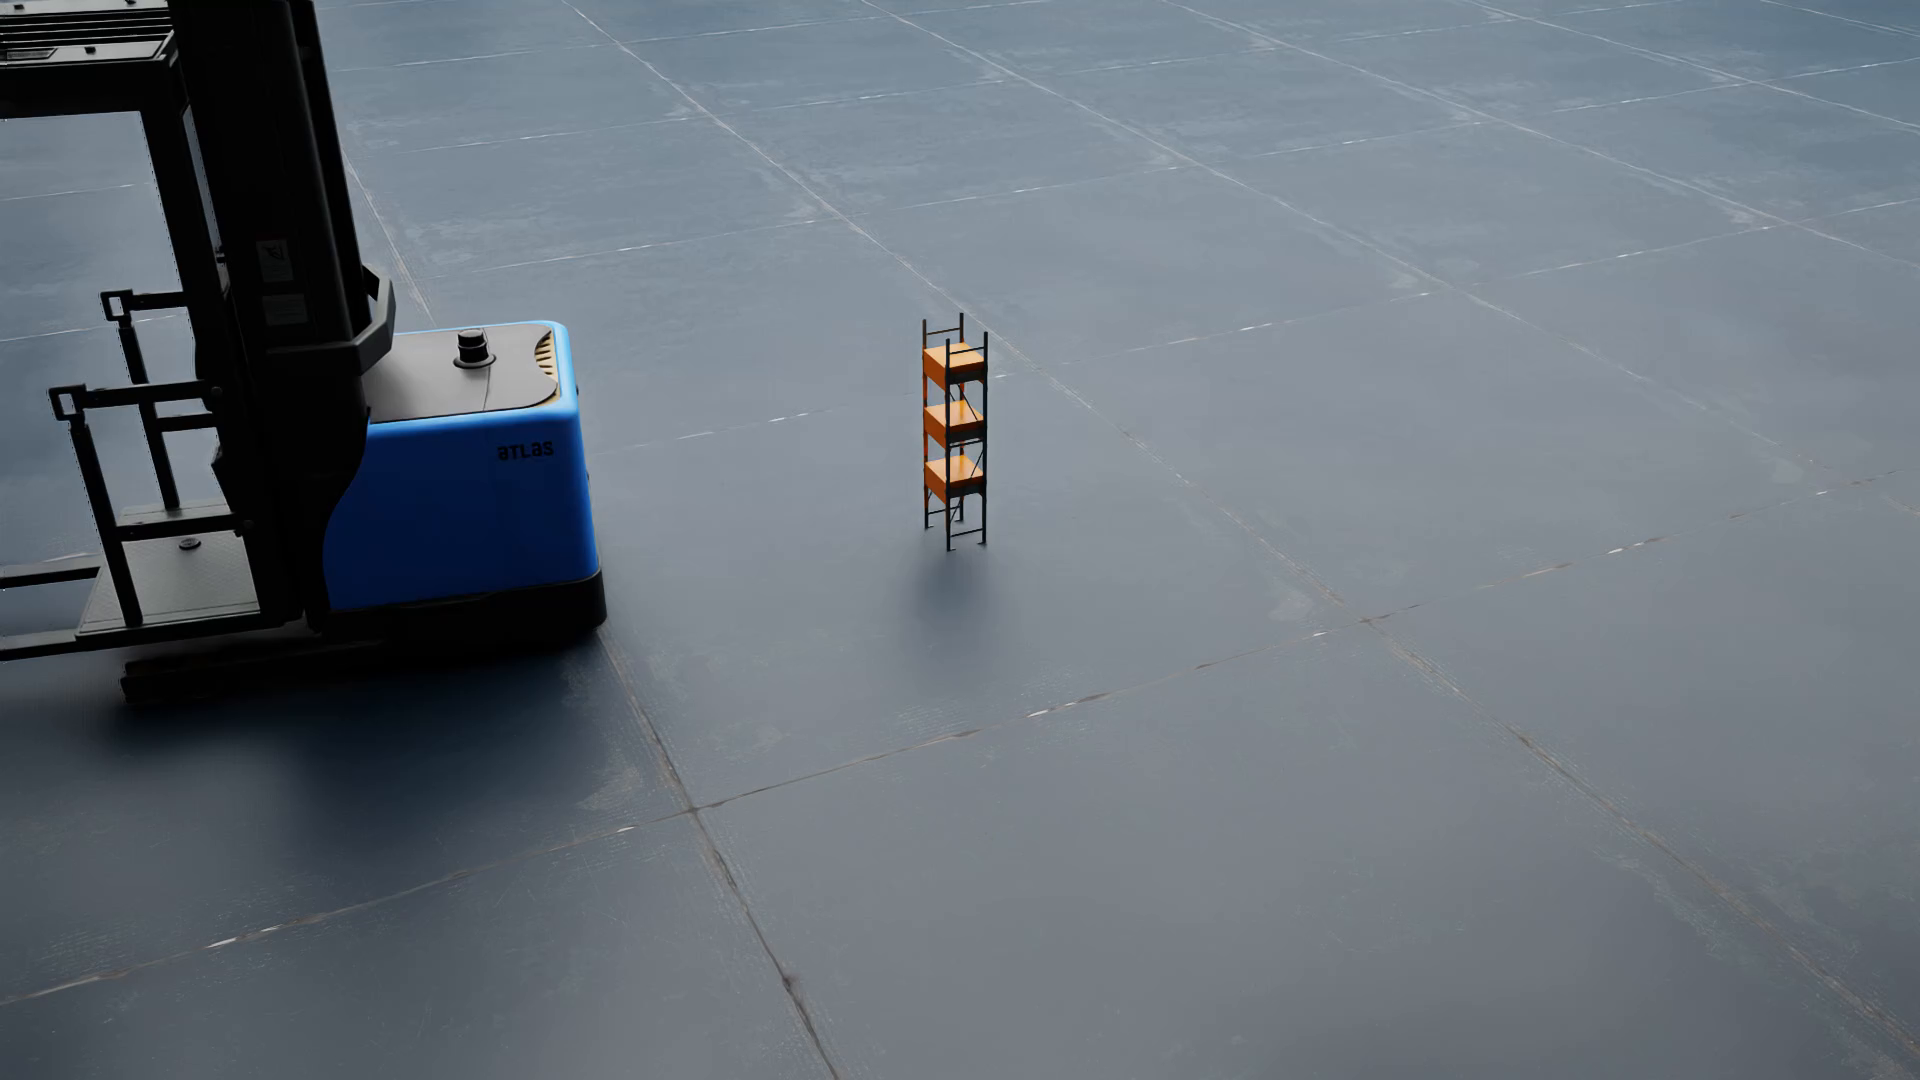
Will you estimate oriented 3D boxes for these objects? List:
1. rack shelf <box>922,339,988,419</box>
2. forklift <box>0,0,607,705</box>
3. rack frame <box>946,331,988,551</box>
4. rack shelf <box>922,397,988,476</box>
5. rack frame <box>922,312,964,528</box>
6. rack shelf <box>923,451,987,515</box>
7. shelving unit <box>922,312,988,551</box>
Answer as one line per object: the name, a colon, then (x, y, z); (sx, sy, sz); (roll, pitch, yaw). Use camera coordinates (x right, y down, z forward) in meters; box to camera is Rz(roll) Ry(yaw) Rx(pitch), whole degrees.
rack shelf: (-0.023, -0.720, 7.402); (0.215, 0.259, 0.240); (-13, 32, -22)
forklift: (-3.065, -0.911, 6.378); (3.031, 2.935, 1.130); (-7, 30, -13)
rack frame: (0.029, -0.428, 7.439); (0.200, 1.050, 0.008); (-13, 32, -22)
rack shelf: (-0.023, -0.472, 7.541); (0.215, 0.259, 0.240); (-13, 32, -22)
rack frame: (-0.075, -0.535, 7.631); (0.200, 1.050, 0.008); (-13, 32, -22)
rack shelf: (-0.023, -0.230, 7.676); (0.215, 0.259, 0.240); (-13, 32, -22)
shelving unit: (-0.023, -0.482, 7.535); (0.215, 1.050, 0.252); (-13, 32, -22)
